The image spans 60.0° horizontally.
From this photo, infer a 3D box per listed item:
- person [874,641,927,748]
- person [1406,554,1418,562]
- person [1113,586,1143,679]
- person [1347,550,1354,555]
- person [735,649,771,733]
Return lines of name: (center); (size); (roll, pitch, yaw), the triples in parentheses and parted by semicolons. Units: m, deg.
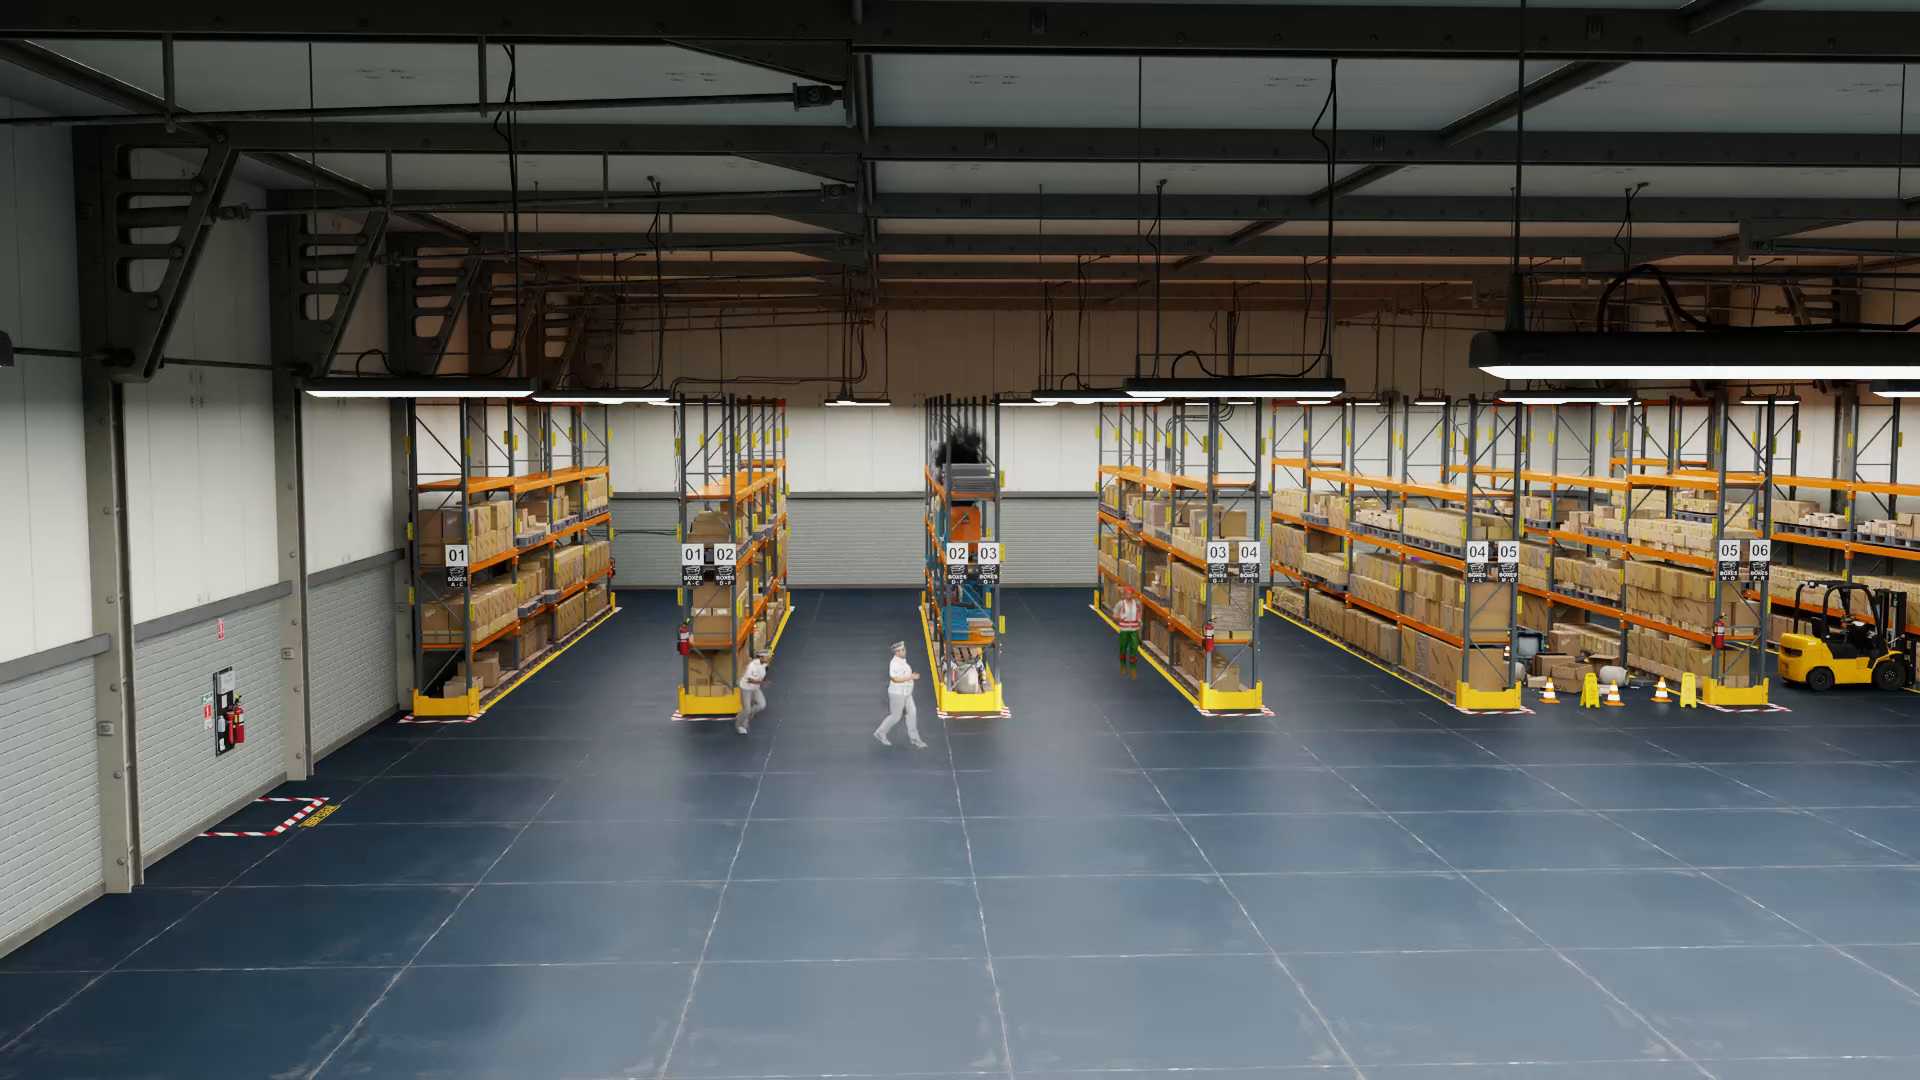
person: (-1.003, 2.601, 28.027); (0.898, 1.805, 0.653); (1, 5, 17)
person: (13.461, 0.968, 49.369); (0.912, 1.768, 0.726); (0, 5, 3)
person: (3.414, 1.855, 33.627); (0.645, 1.831, 0.842); (0, 5, -4)
person: (10.970, 1.142, 46.788); (0.630, 1.834, 0.780); (-1, 5, -11)
person: (-3.604, 2.653, 29.362); (0.853, 1.516, 0.600); (3, 5, 30)
